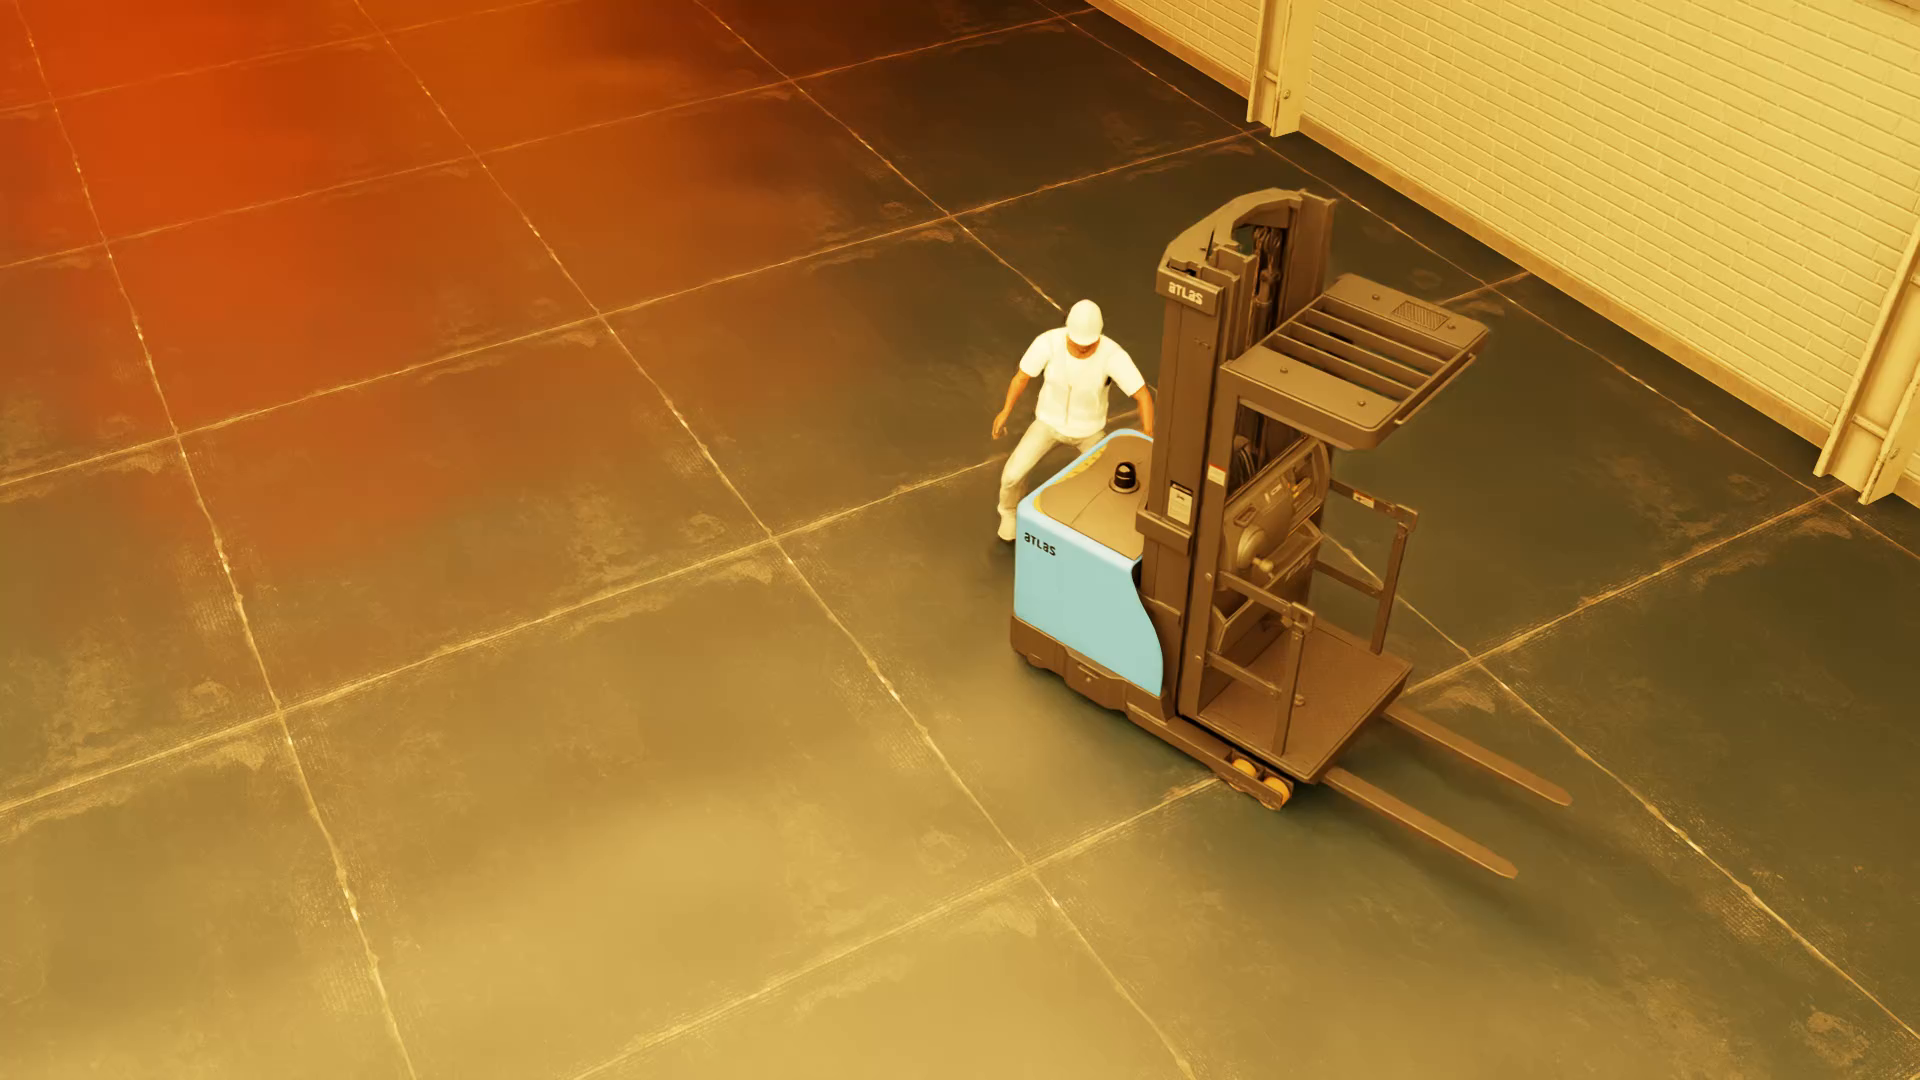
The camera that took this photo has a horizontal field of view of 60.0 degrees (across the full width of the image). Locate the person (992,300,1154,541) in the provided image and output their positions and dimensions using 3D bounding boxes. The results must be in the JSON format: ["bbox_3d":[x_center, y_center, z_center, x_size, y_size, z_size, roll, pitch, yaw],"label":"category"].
[{"bbox_3d":[0.718,-0.704,9.941,1.020,1.632,0.719,9,41,11],"label":"person"}]

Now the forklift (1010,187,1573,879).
[{"bbox_3d":[1.735,-0.113,8.173,3.031,2.935,1.130,29,48,30],"label":"forklift"}]
